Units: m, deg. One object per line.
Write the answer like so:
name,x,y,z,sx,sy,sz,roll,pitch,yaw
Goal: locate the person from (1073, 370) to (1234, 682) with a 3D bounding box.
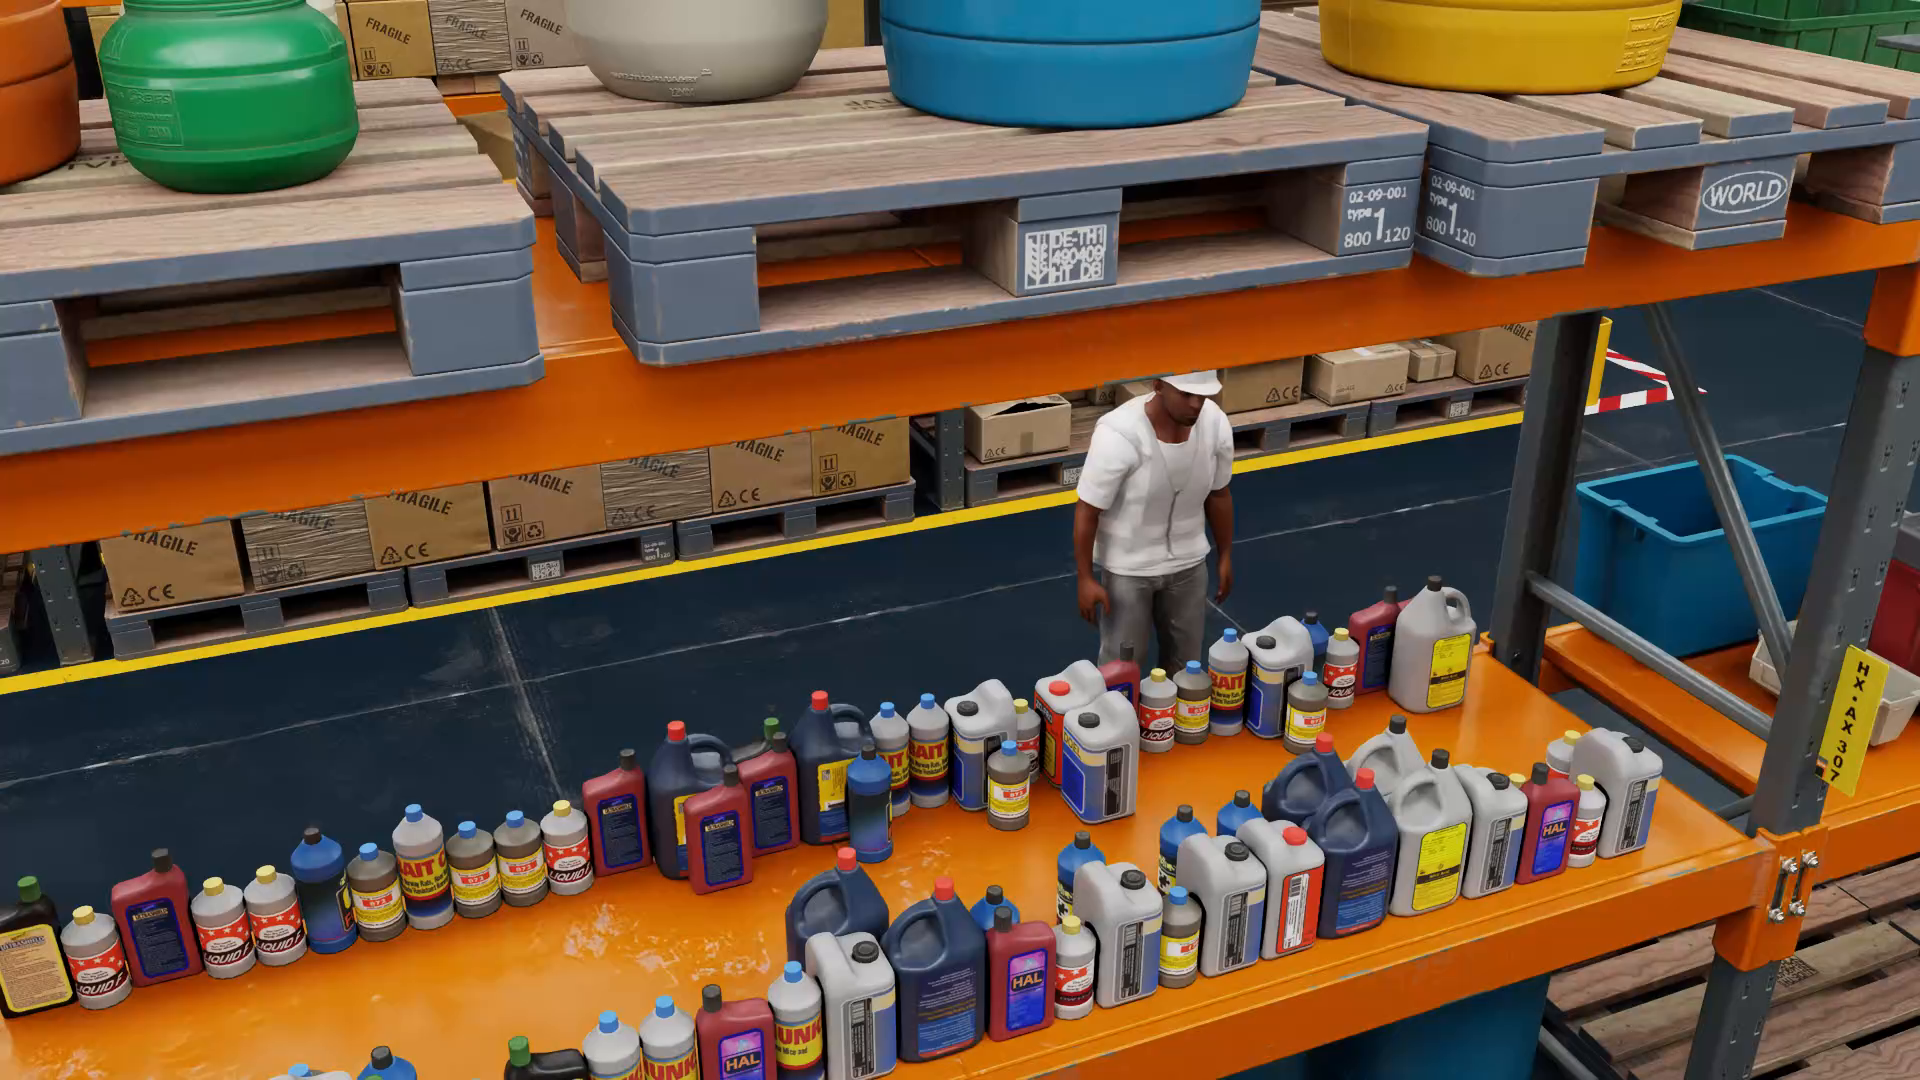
person,0.696,0.099,5.885,0.627,1.760,0.460,-10,28,-20
